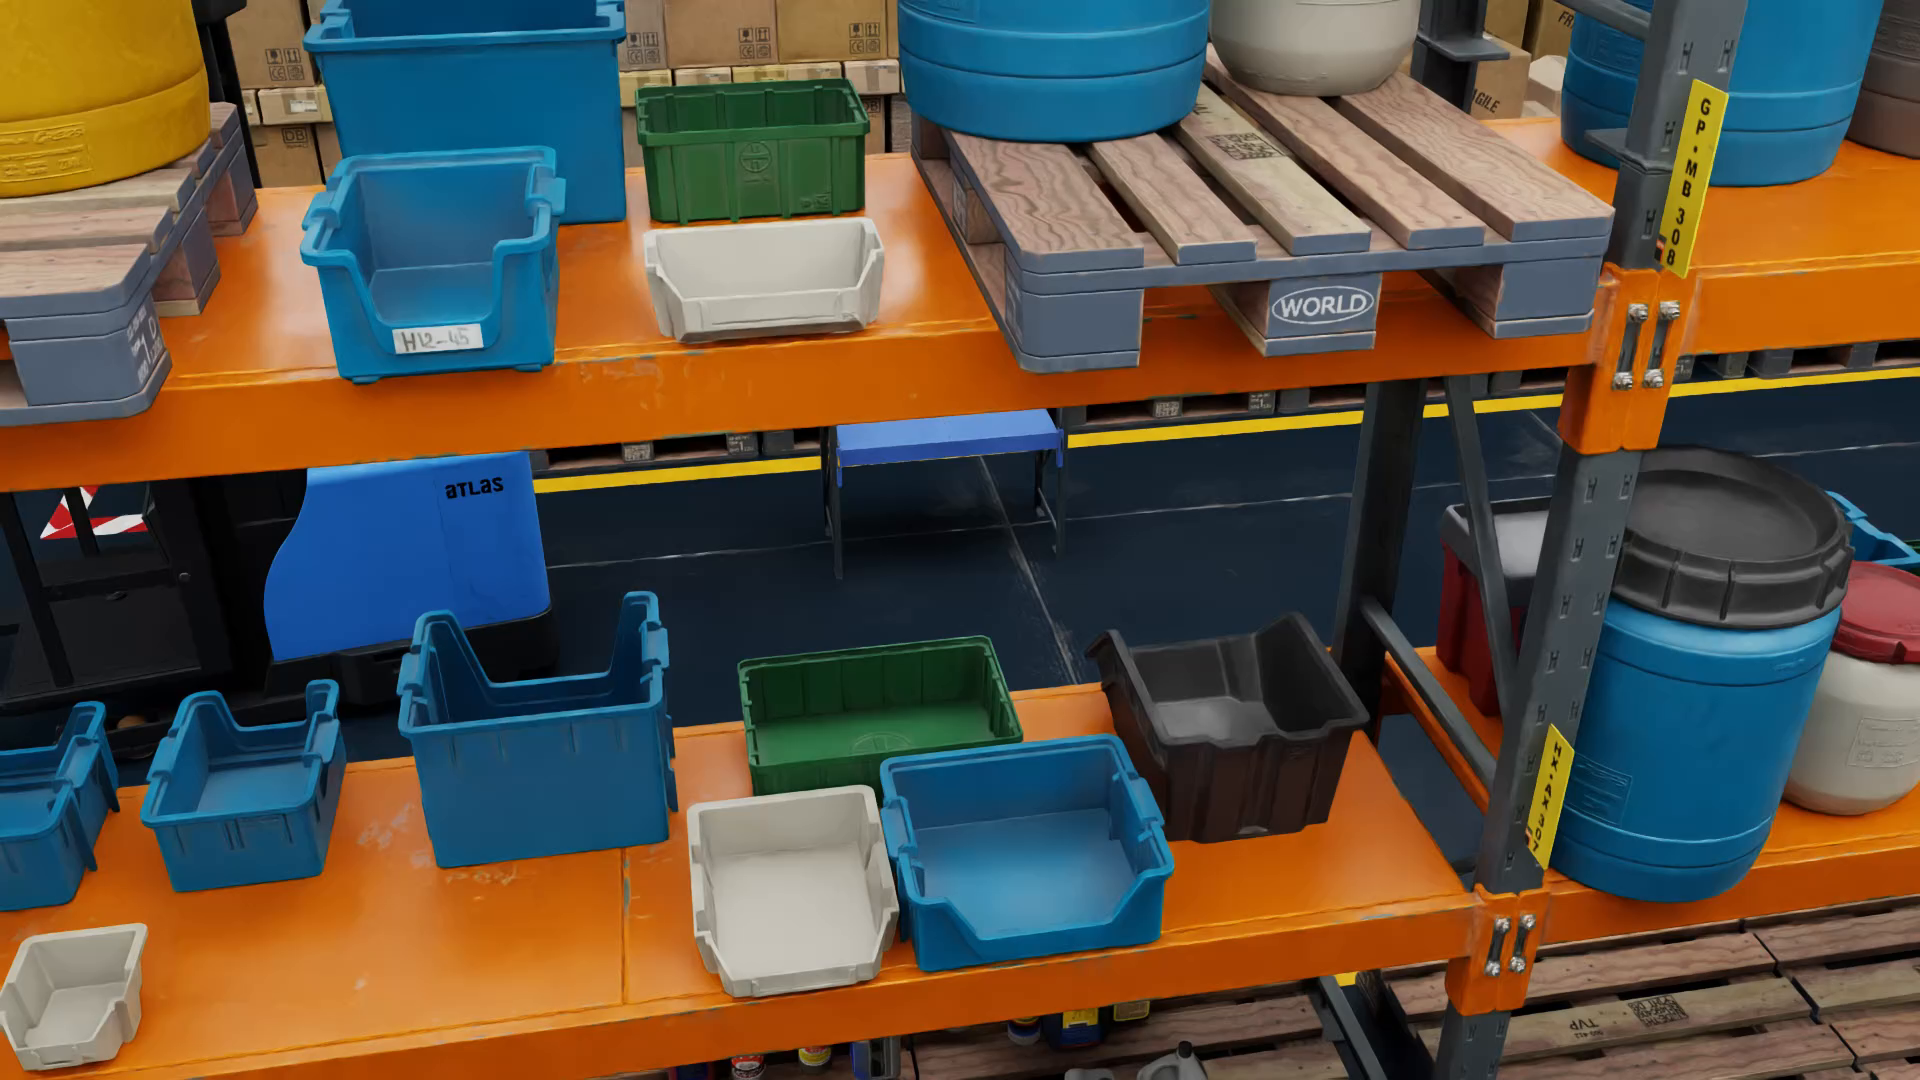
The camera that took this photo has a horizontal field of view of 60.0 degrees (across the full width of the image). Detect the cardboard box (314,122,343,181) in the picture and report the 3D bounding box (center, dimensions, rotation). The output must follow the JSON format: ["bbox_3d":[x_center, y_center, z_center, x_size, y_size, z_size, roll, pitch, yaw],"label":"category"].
[{"bbox_3d":[-2.669,-1.836,7.815,0.500,0.500,0.700,-5,31,-8],"label":"cardboard box"}]

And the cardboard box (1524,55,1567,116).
[{"bbox_3d":[3.308,-2.414,8.983,0.500,0.311,0.500,-6,31,-10],"label":"cardboard box"}]

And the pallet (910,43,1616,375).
[{"bbox_3d":[0.485,-0.699,3.206,1.003,0.211,1.213,-5,31,-9],"label":"pallet"}]

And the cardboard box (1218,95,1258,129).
[{"bbox_3d":[1.565,-2.225,8.476,0.500,0.500,0.500,-3,31,-5],"label":"cardboard box"}]

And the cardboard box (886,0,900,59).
[{"bbox_3d":[-0.147,-2.631,7.886,0.500,0.500,0.700,-5,31,-9],"label":"cardboard box"}]

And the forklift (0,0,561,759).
[{"bbox_3d":[-3.210,-0.700,6.049,3.031,2.935,1.130,-10,32,-16],"label":"forklift"}]

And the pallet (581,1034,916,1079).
[{"bbox_3d":[-0.694,1.754,4.559,1.213,0.211,1.003,-5,31,-9],"label":"pallet"}]

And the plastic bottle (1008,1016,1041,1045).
[{"bbox_3d":[0.187,1.325,4.795,0.097,0.271,0.097,0,30,0],"label":"plastic bottle"}]

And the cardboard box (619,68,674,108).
[{"bbox_3d":[-1.451,-2.122,7.661,0.250,0.149,0.380,-4,31,-7],"label":"cardboard box"}]

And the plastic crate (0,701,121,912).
[{"bbox_3d":[-2.319,0.633,3.862,0.616,0.251,0.499,-5,31,-9],"label":"plastic crate"}]

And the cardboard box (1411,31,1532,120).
[{"bbox_3d":[2.575,-2.319,8.636,0.500,0.500,0.500,-7,31,-12],"label":"cardboard box"}]

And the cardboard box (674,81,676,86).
[{"bbox_3d":[-1.159,-1.976,8.053,0.500,0.500,0.700,-5,31,-8],"label":"cardboard box"}]

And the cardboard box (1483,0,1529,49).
[{"bbox_3d":[4.074,-4.163,13.576,0.750,0.750,0.750,-6,31,-10],"label":"cardboard box"}]

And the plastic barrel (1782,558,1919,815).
[{"bbox_3d":[2.157,0.362,4.042,0.433,0.535,0.433,0,30,0],"label":"plastic barrel"}]

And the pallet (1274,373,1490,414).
[{"bbox_3d":[2.208,-1.070,9.361,1.213,0.211,1.003,-5,31,-9],"label":"pallet"}]

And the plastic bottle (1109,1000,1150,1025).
[{"bbox_3d":[0.491,1.286,4.849,0.133,0.283,0.061,-5,31,-9],"label":"plastic bottle"}]

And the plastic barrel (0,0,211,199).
[{"bbox_3d":[-1.659,-0.959,2.863,0.600,0.588,0.600,0,30,0],"label":"plastic barrel"}]

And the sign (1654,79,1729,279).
[{"bbox_3d":[1.265,-0.623,2.883,0.005,0.325,0.100,-5,31,-9],"label":"sign"}]

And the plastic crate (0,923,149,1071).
[{"bbox_3d":[-1.820,0.956,3.426,0.250,0.136,0.298,-5,31,-9],"label":"plastic crate"}]

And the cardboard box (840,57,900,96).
[{"bbox_3d":[-0.441,-2.216,7.821,0.250,0.149,0.380,-6,31,-10],"label":"cardboard box"}]

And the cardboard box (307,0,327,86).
[{"bbox_3d":[-2.616,-2.401,7.495,0.500,0.500,0.700,-6,31,-10],"label":"cardboard box"}]

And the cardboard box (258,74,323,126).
[{"bbox_3d":[-2.962,-1.983,7.425,0.250,0.149,0.380,-6,31,-10],"label":"cardboard box"}]

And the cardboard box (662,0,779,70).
[{"bbox_3d":[-1.137,-2.538,7.729,0.500,0.500,0.700,-5,31,-9],"label":"cardboard box"}]

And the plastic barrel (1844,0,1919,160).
[{"bbox_3d":[2.281,-1.325,3.591,0.600,0.901,0.600,0,30,0],"label":"plastic barrel"}]

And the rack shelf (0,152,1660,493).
[{"bbox_3d":[-0.791,-0.402,3.225,4.000,0.370,1.077,-5,31,-9],"label":"rack shelf"}]

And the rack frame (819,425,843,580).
[{"bbox_3d":[-0.584,-0.592,7.278,0.032,1.500,0.500,-5,31,-9],"label":"rack frame"}]

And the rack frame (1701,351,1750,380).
[{"bbox_3d":[4.223,-2.437,8.935,0.127,3.000,1.000,-5,31,-9],"label":"rack frame"}]

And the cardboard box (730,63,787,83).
[{"bbox_3d":[-0.942,-2.171,7.744,0.250,0.149,0.380,-5,31,-9],"label":"cardboard box"}]

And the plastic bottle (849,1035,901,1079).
[{"bbox_3d":[-0.244,1.377,4.702,0.135,0.276,0.152,-5,31,-9],"label":"plastic bottle"}]

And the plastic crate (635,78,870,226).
[{"bbox_3d":[-0.424,-0.795,3.393,0.450,0.188,0.336,-5,31,-9],"label":"plastic crate"}]

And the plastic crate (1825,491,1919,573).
[{"bbox_3d":[2.206,0.149,4.553,0.575,0.384,0.392,-5,31,-9],"label":"plastic crate"}]

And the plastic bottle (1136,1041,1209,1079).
[{"bbox_3d":[0.569,1.481,4.451,0.185,0.351,0.144,-5,31,-9],"label":"plastic bottle"}]

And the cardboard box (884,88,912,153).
[{"bbox_3d":[-0.147,-2.071,8.215,0.500,0.500,0.700,-6,31,-10],"label":"cardboard box"}]

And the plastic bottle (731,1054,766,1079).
[{"bbox_3d":[-0.600,1.432,4.682,0.097,0.201,0.097,0,30,0],"label":"plastic bottle"}]

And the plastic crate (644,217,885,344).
[{"bbox_3d":[-0.329,-0.433,2.828,0.396,0.136,0.243,-5,31,-9],"label":"plastic crate"}]

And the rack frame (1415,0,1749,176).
[{"bbox_3d":[1.177,-2.188,2.593,0.127,3.000,1.000,-5,31,-9],"label":"rack frame"}]

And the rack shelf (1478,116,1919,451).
[{"bbox_3d":[3.144,-0.767,3.846,4.000,0.370,1.077,-5,31,-9],"label":"rack shelf"}]

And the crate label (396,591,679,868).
[{"bbox_3d":[-0.996,0.445,3.999,0.616,0.435,0.502,-5,31,-9],"label":"crate label"}]

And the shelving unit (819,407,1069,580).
[{"bbox_3d":[-0.084,-0.639,7.357,1.048,1.500,0.538,-5,31,-9],"label":"shelving unit"}]

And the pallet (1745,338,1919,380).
[{"bbox_3d":[4.964,-1.284,9.726,1.213,0.211,1.003,-5,31,-9],"label":"pallet"}]

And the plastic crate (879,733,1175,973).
[{"bbox_3d":[0.137,0.699,3.749,0.616,0.251,0.499,-5,31,-9],"label":"plastic crate"}]

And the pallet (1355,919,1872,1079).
[{"bbox_3d":[1.942,1.509,4.975,1.213,0.211,1.003,-5,31,-9],"label":"pallet"}]

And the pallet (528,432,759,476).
[{"bbox_3d":[-1.704,-0.705,8.741,1.213,0.211,1.003,-5,31,-9],"label":"pallet"}]

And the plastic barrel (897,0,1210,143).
[{"bbox_3d":[0.178,-1.255,3.056,0.708,0.901,0.600,-5,31,-9],"label":"plastic barrel"}]

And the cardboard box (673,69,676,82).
[{"bbox_3d":[-1.278,-2.347,8.043,0.250,0.149,0.380,-6,31,-10],"label":"cardboard box"}]
